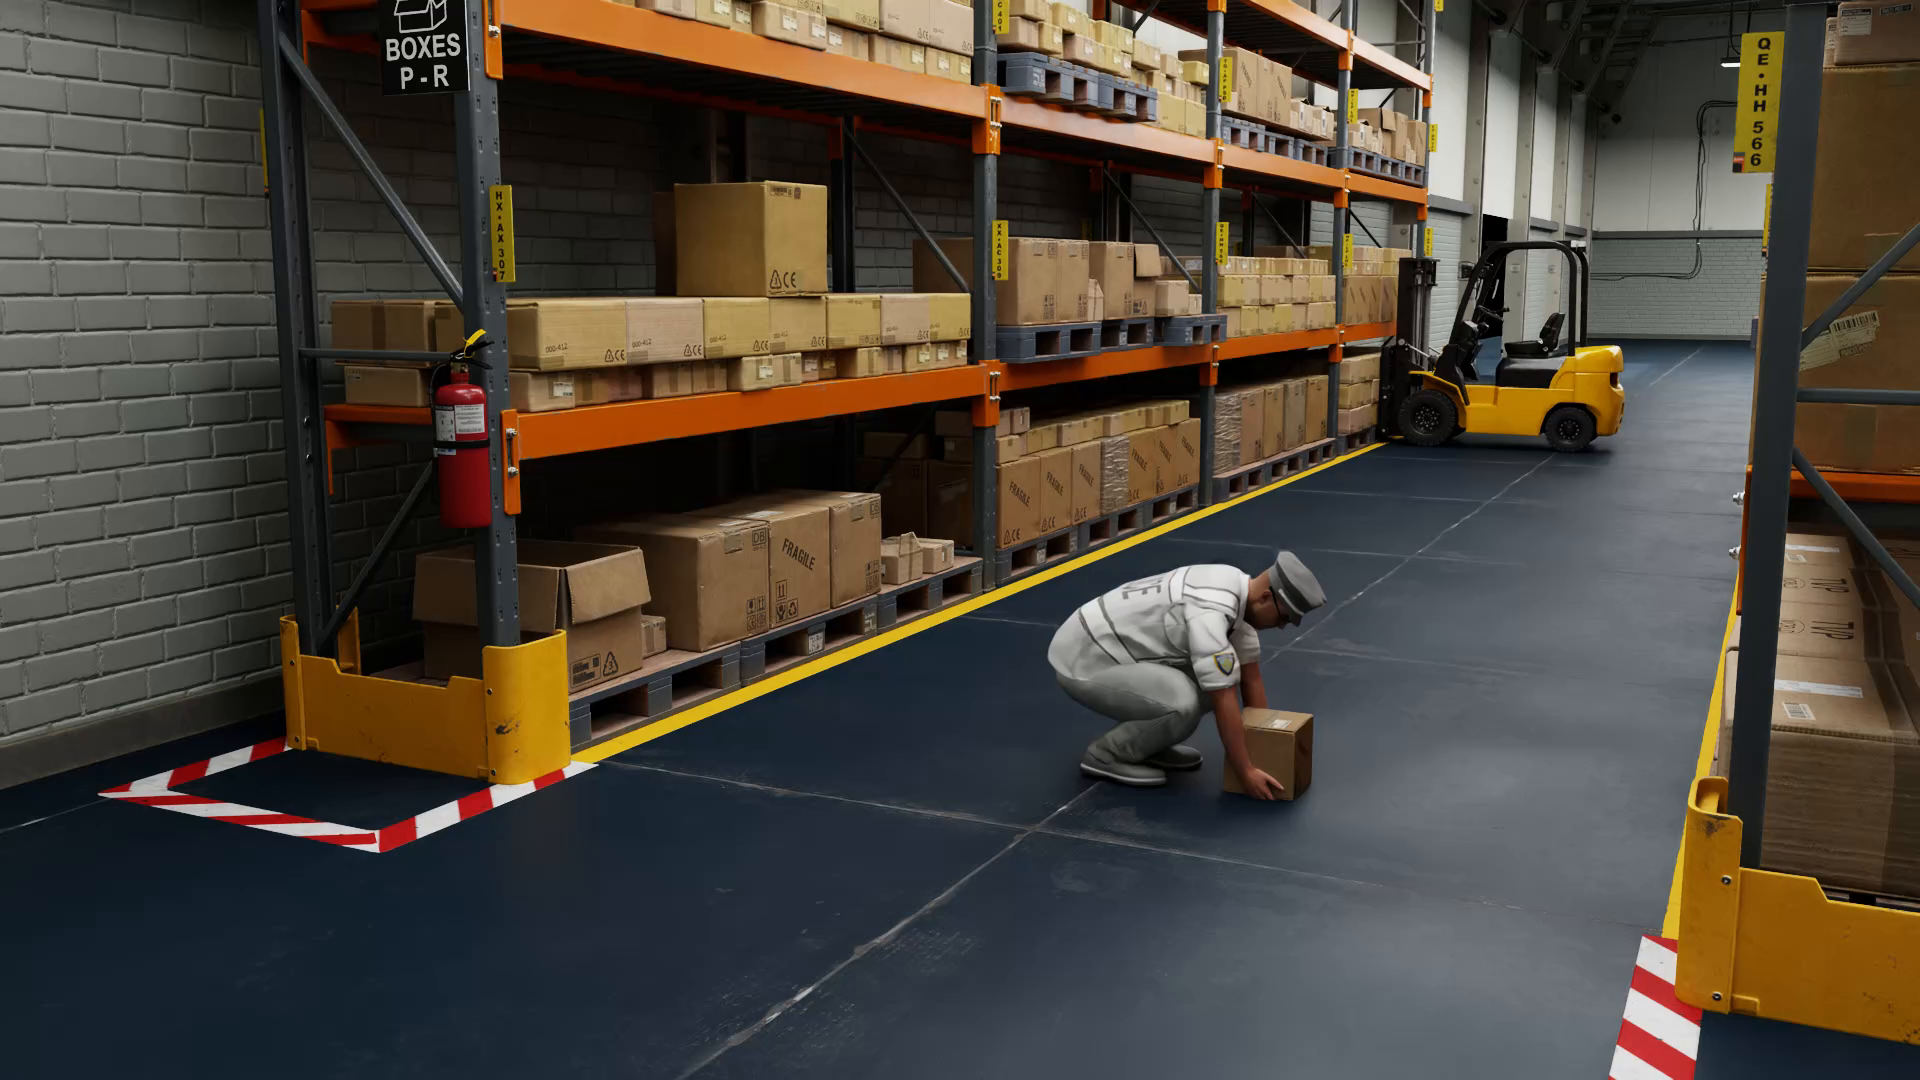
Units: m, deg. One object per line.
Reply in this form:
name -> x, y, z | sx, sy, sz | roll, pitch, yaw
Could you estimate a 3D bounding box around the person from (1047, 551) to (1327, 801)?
person -> 0.811, 0.470, 5.978 | 0.974, 0.899, 0.546 | 4, 10, 26
